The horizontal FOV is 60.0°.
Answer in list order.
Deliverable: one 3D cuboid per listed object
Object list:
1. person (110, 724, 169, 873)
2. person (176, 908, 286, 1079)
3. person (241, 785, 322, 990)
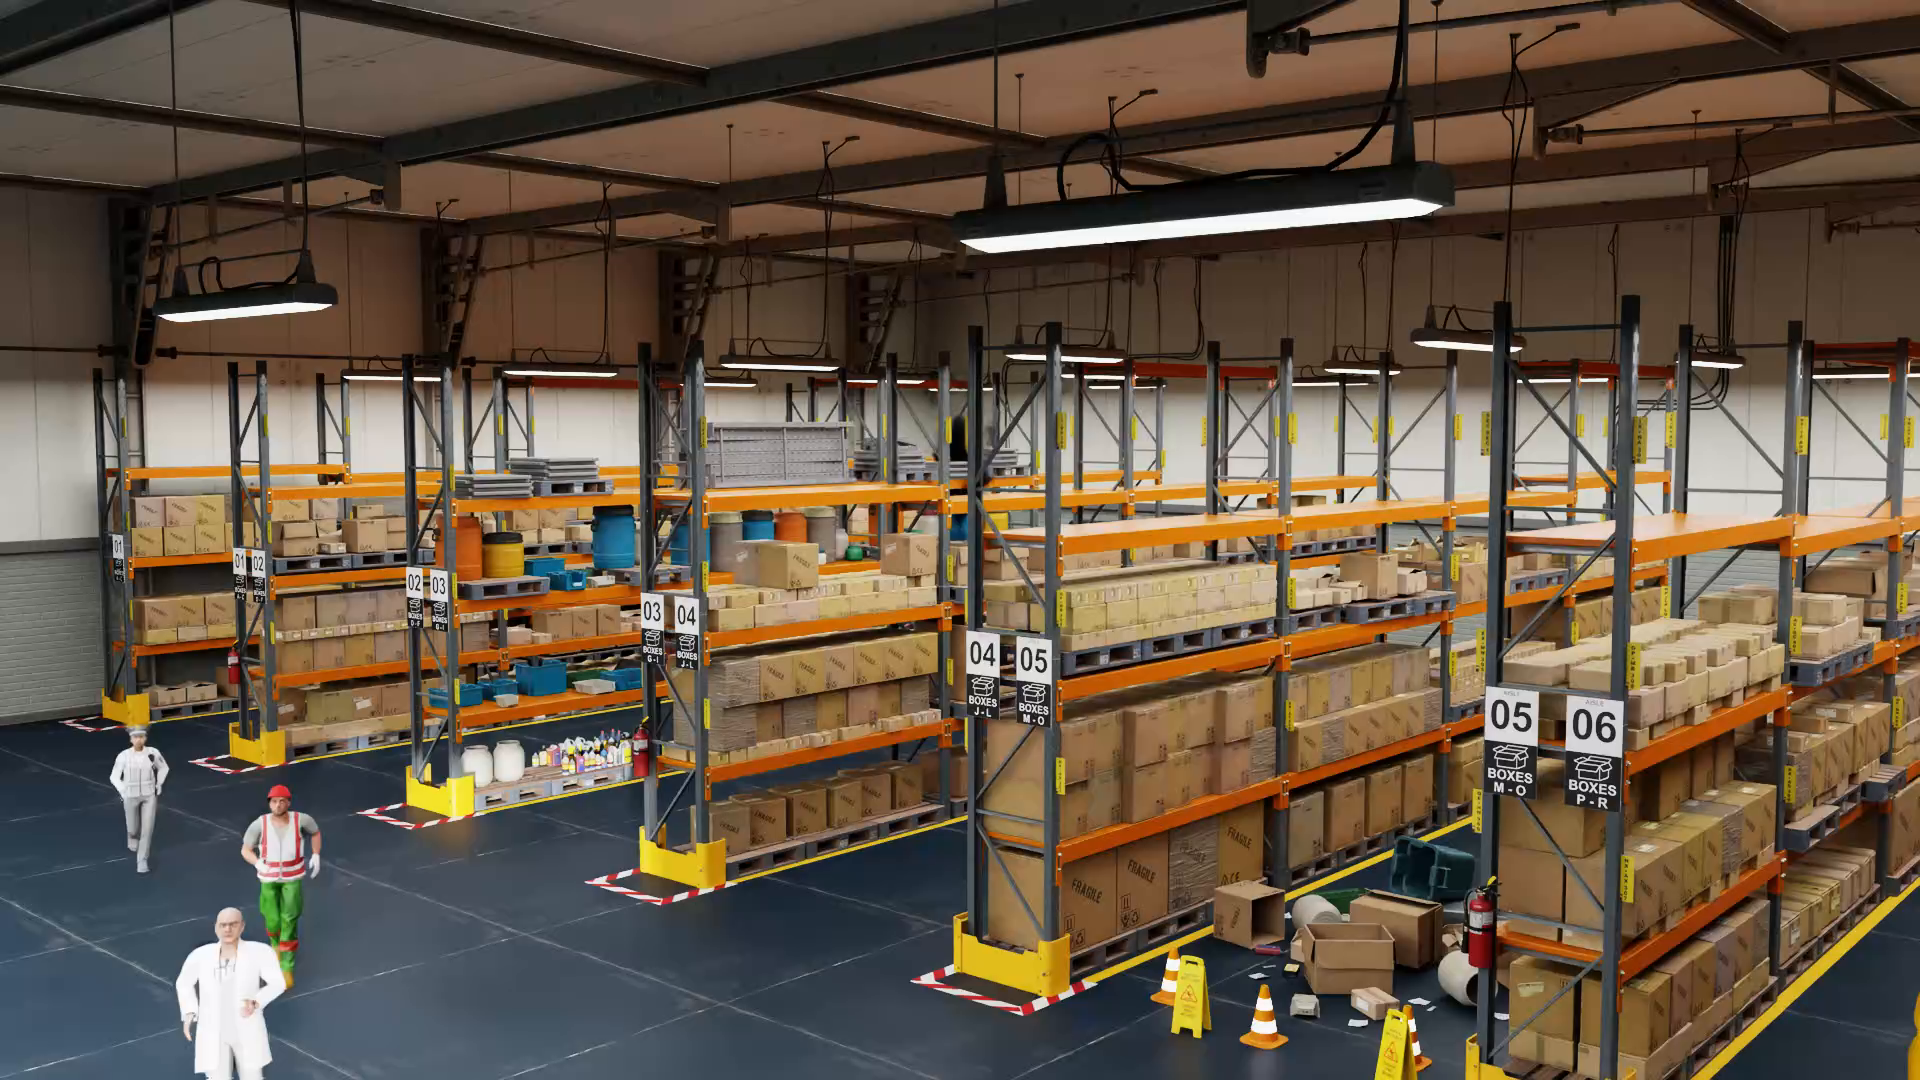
[{"bbox_3d":[-9.409,2.933,19.109,0.615,1.667,0.729,-2,5,-30],"label":"person"},{"bbox_3d":[-5.093,3.436,11.616,0.717,1.746,0.912,-1,4,-19],"label":"person"},{"bbox_3d":[-6.254,3.139,15.355,0.685,1.801,0.872,-1,4,-19],"label":"person"}]
